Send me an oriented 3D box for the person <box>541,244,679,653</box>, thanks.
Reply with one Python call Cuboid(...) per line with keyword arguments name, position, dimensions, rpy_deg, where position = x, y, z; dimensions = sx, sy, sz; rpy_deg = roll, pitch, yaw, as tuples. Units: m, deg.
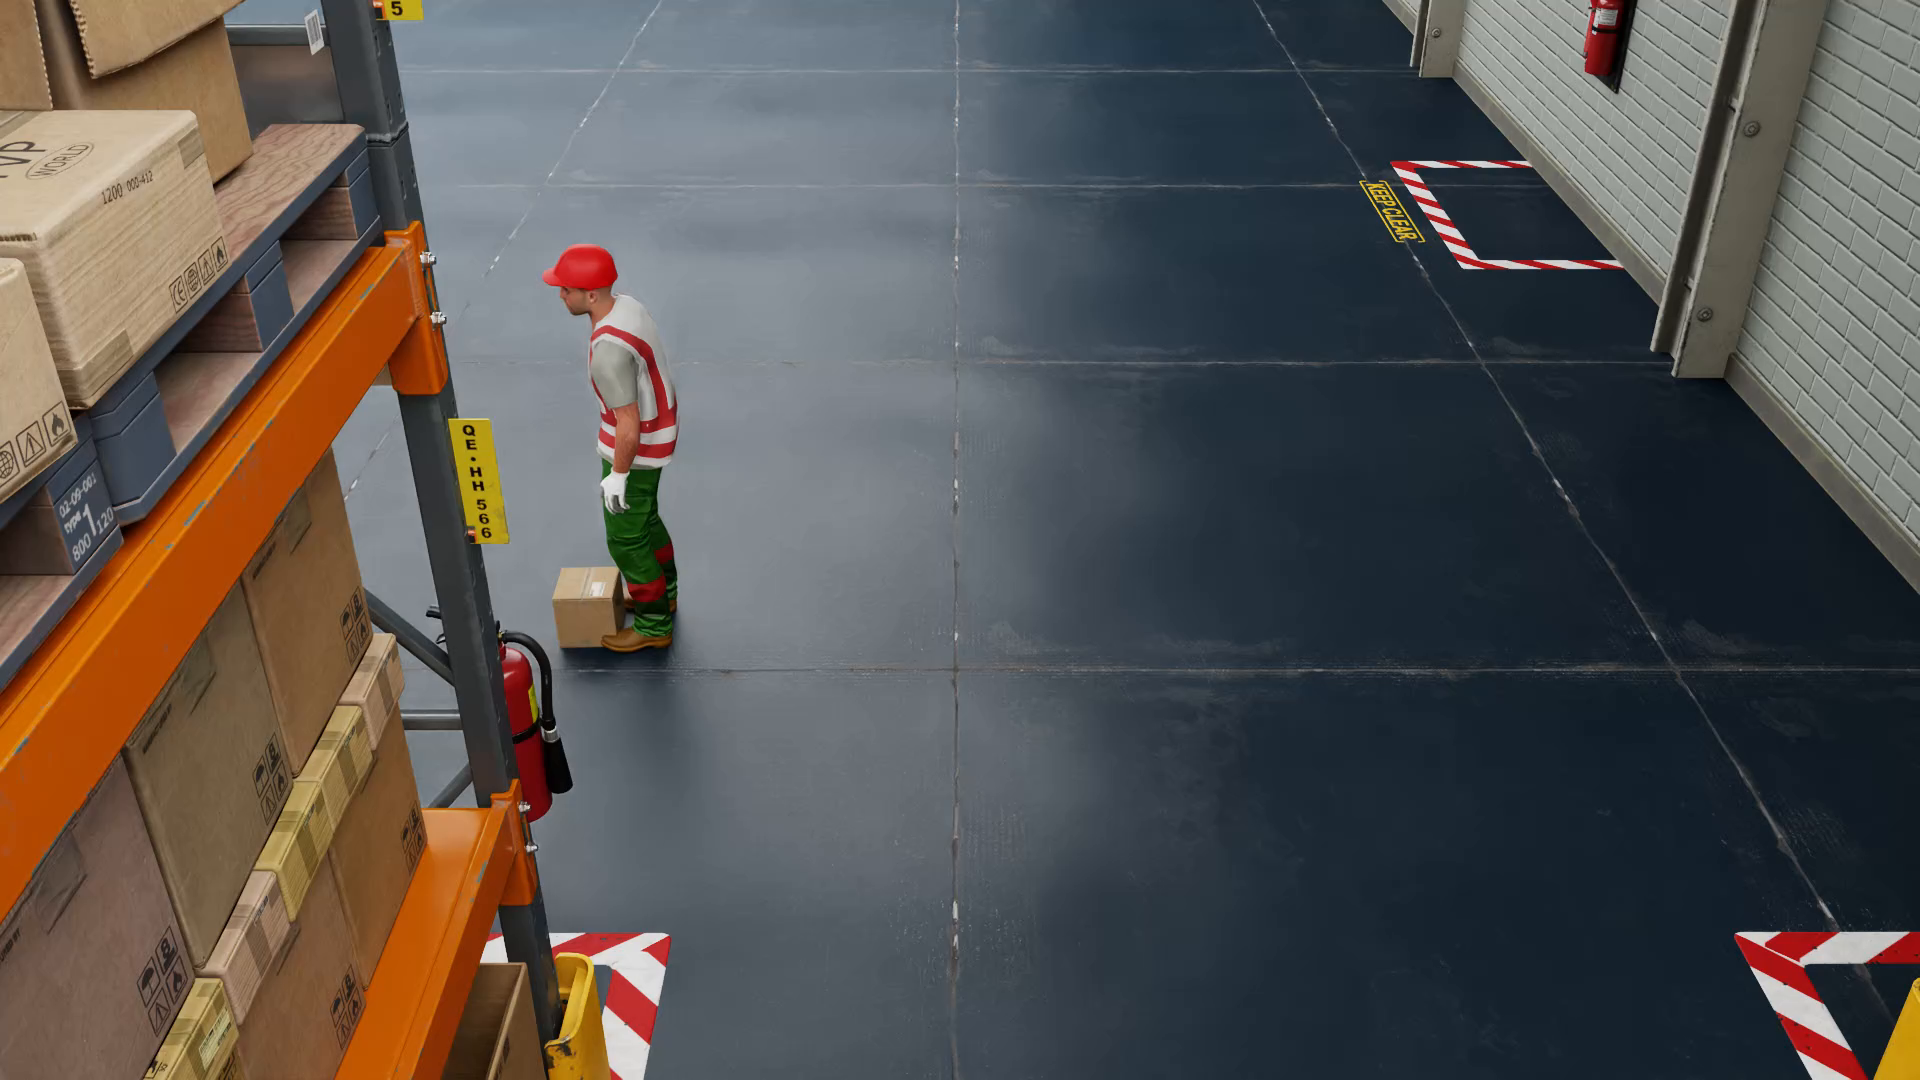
Cuboid(name="person", position=(-1.357, -0.365, 6.722), dimensions=(0.453, 1.778, 0.616), rpy_deg=(-2, 31, -3))
